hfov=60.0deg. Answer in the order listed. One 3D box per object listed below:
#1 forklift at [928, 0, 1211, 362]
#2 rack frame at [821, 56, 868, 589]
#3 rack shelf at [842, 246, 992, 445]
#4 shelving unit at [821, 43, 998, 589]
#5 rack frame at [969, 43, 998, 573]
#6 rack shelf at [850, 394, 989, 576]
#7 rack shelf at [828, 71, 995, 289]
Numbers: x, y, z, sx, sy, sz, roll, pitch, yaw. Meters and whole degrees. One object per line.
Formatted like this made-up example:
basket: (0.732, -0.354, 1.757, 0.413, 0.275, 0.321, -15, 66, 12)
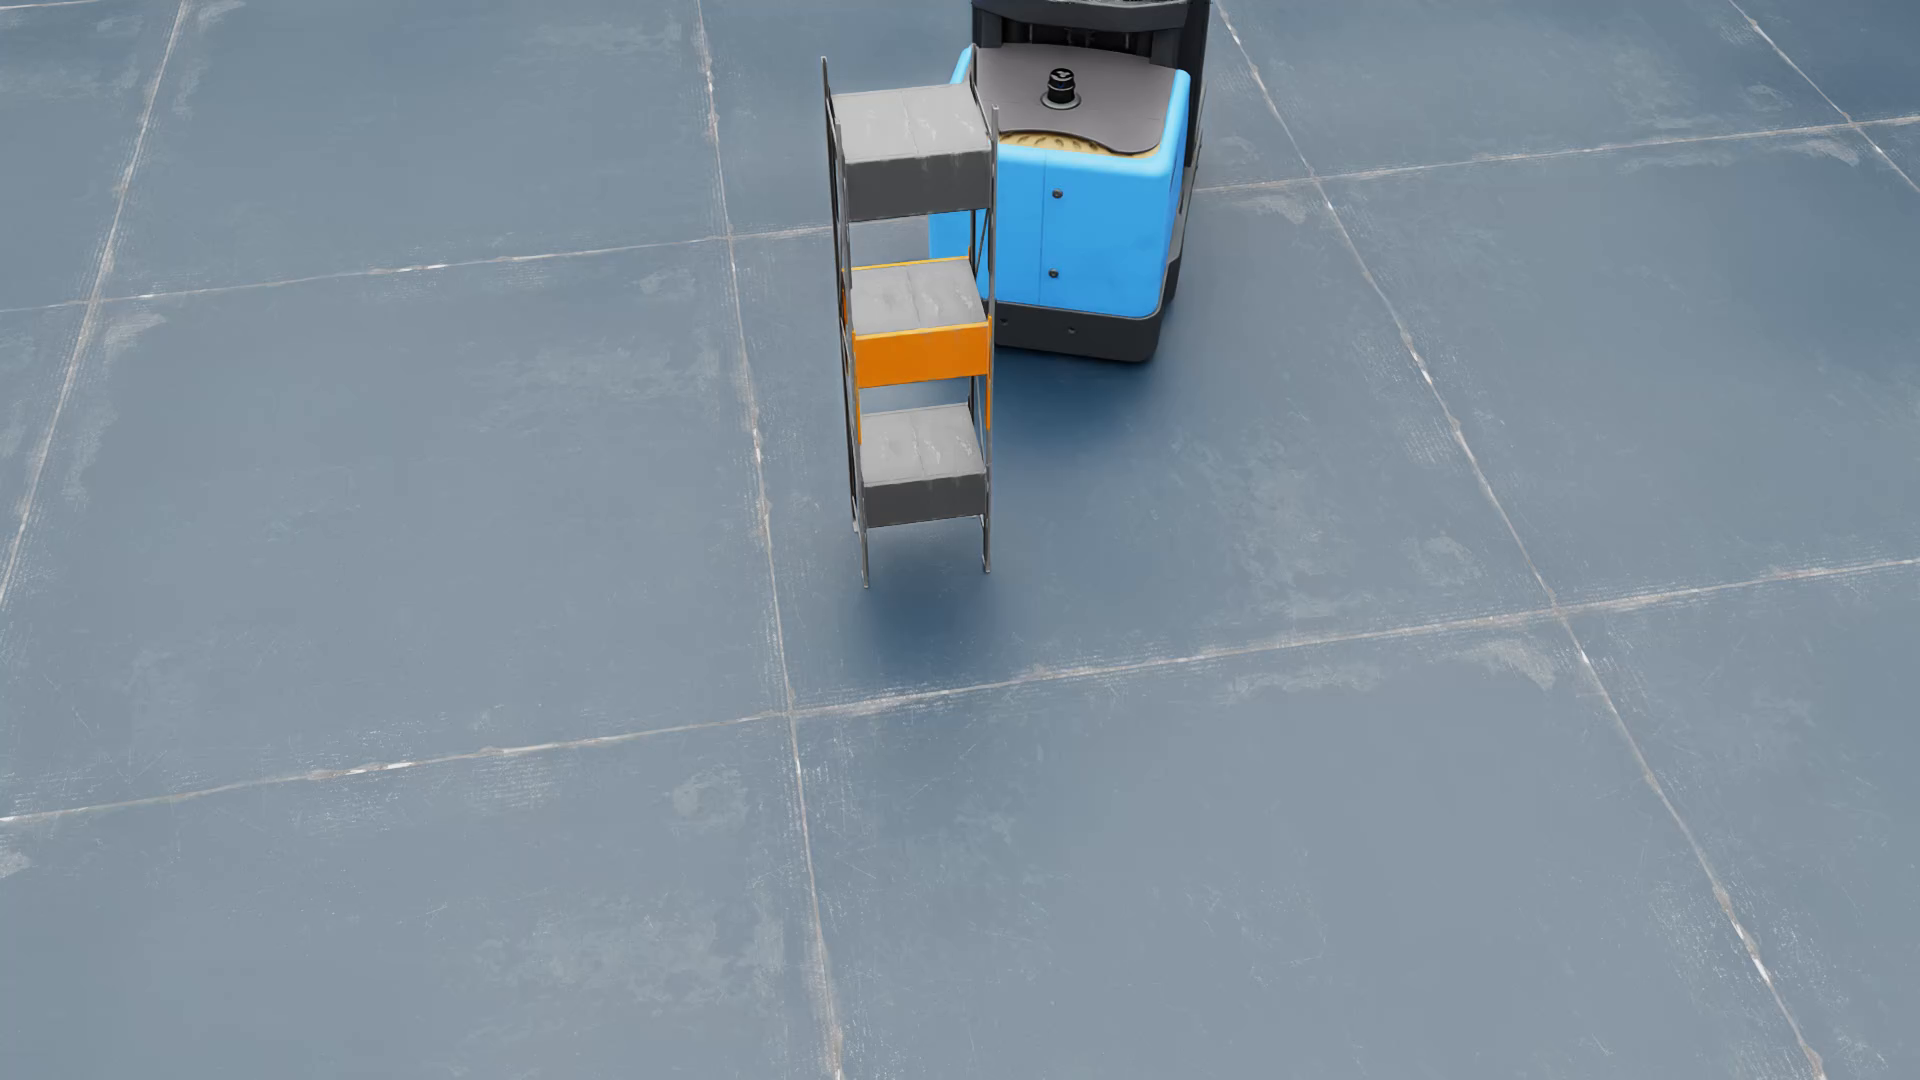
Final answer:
forklift: (0.647, -2.890, 7.500, 1.130, 2.935, 3.031, 8, 47, 8)
rack frame: (-0.404, -0.678, 5.945, 0.015, 2.100, 0.400, -7, 46, -7)
rack shelf: (-0.163, -0.699, 5.984, 0.480, 0.518, 0.431, -7, 46, -7)
shelving unit: (-0.163, -0.708, 5.974, 0.503, 2.100, 0.431, -7, 46, -7)
rack frame: (0.077, -0.738, 6.003, 0.015, 2.100, 0.400, -7, 46, -7)
rack shelf: (-0.163, -0.213, 6.488, 0.480, 0.518, 0.431, -7, 46, -7)
rack shelf: (-0.163, -1.184, 5.480, 0.480, 0.518, 0.431, -7, 46, -7)
